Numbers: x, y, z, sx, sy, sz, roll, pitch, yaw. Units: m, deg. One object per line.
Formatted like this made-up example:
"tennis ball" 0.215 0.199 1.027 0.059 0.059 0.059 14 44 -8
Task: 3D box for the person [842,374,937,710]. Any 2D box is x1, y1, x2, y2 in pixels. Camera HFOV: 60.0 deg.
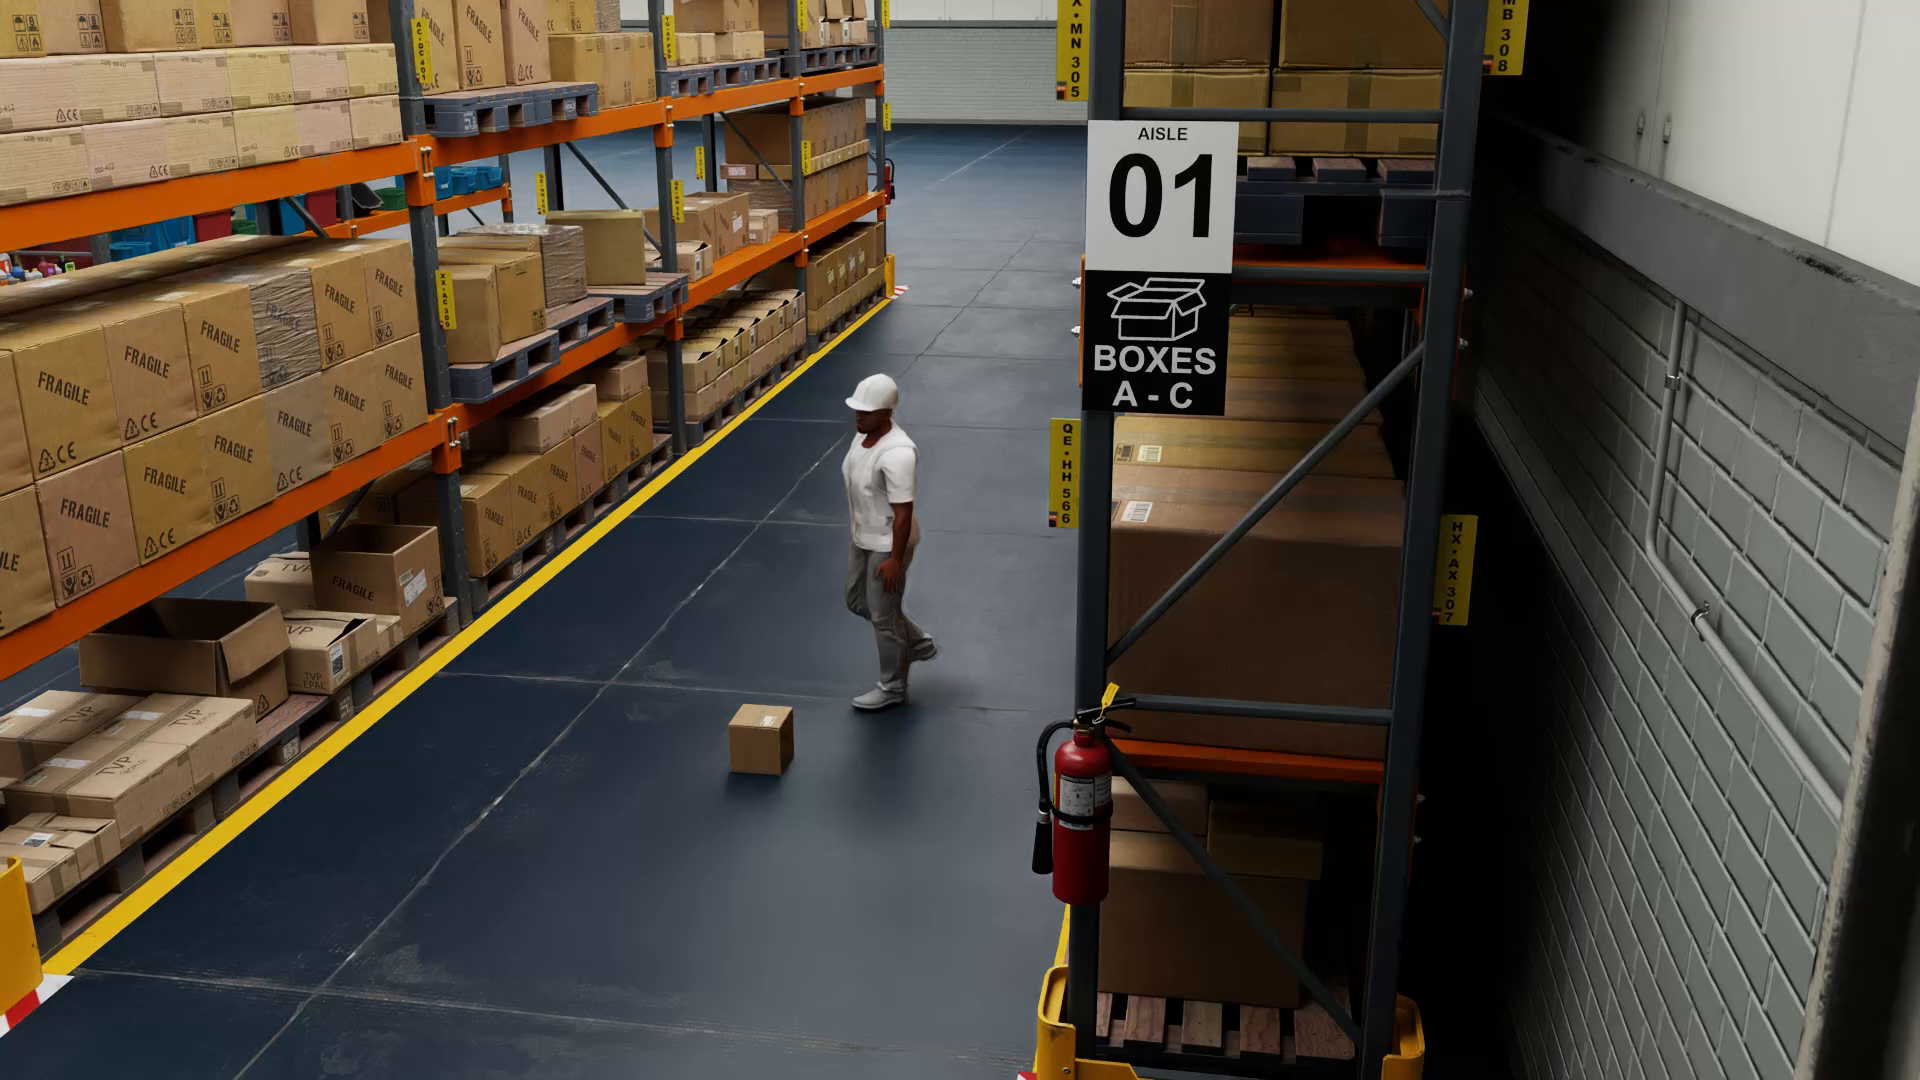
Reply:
"person" -0.334 0.000 8.485 0.553 1.766 0.613 -7 19 -21
